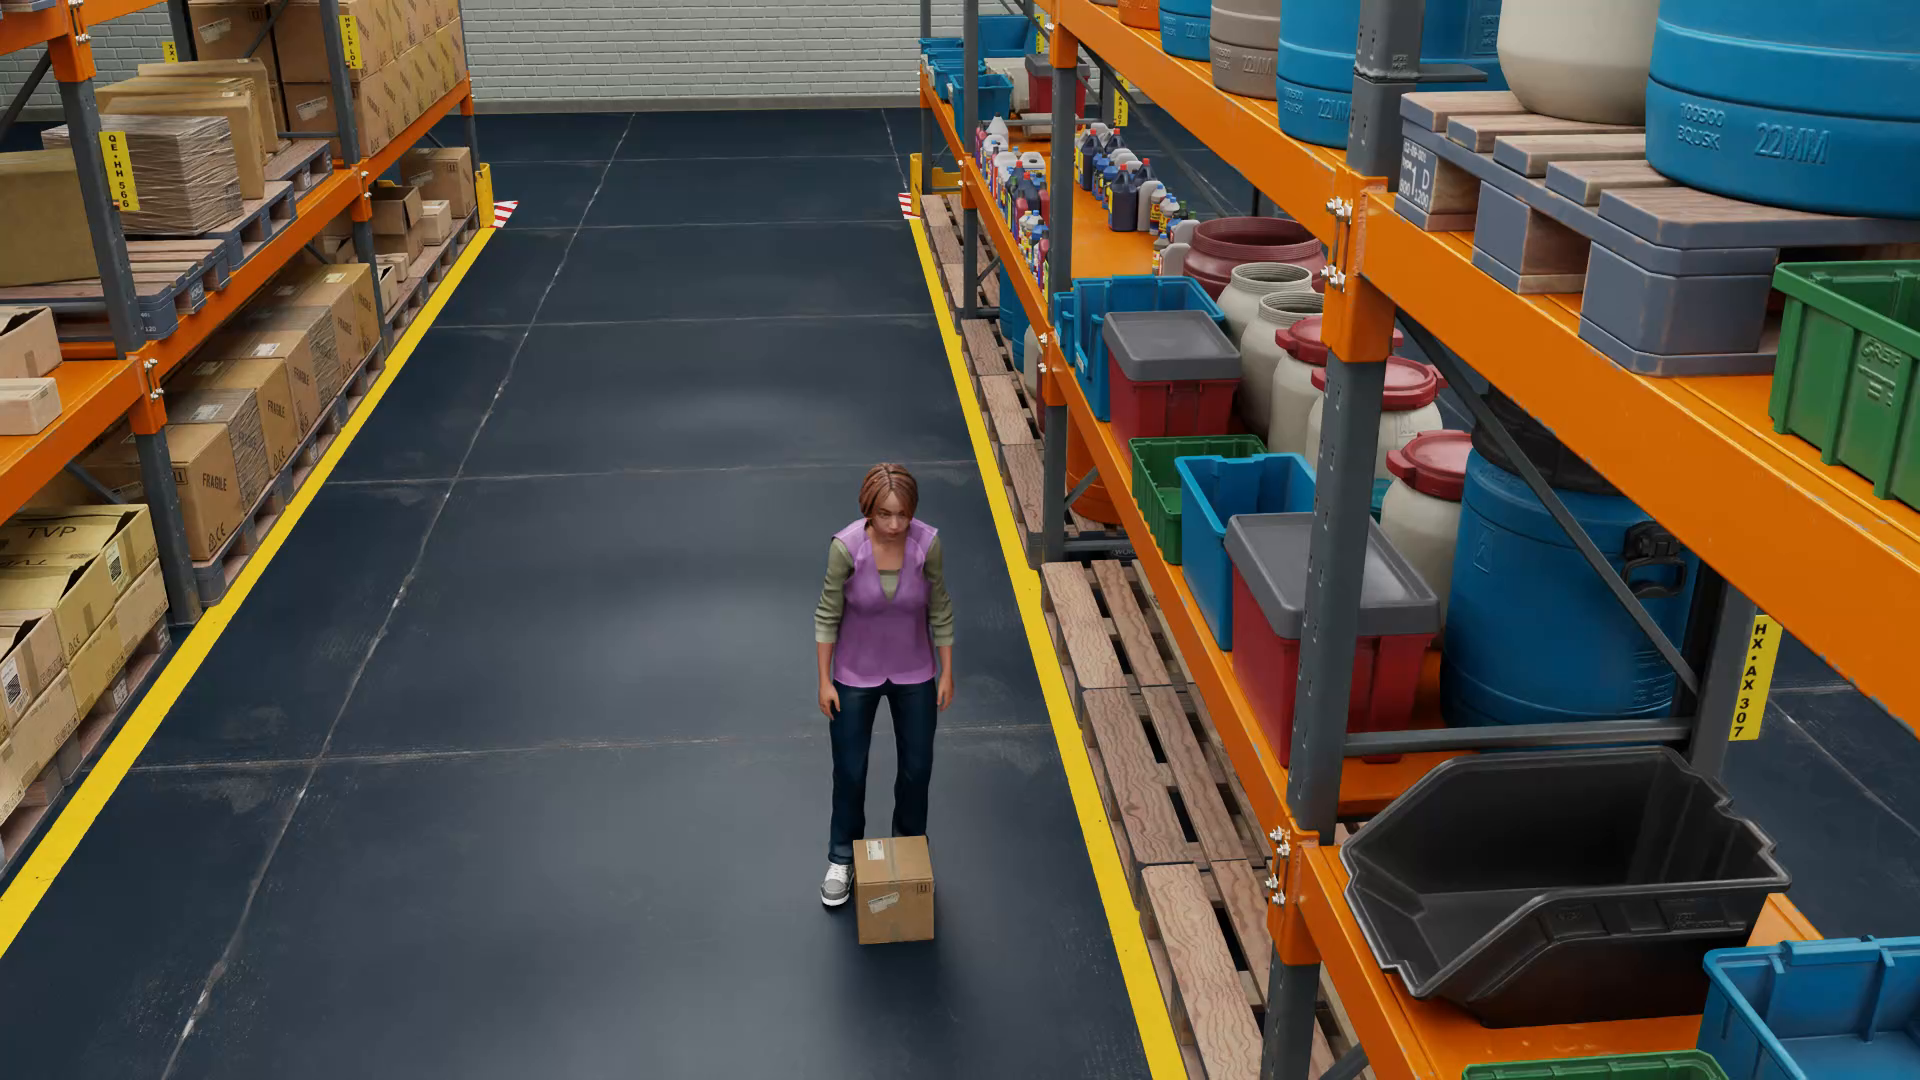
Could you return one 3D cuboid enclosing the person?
[{"bbox_3d":[-0.255,0.472,5.558,0.485,1.593,0.343,-4,24,-8],"label":"person"}]
